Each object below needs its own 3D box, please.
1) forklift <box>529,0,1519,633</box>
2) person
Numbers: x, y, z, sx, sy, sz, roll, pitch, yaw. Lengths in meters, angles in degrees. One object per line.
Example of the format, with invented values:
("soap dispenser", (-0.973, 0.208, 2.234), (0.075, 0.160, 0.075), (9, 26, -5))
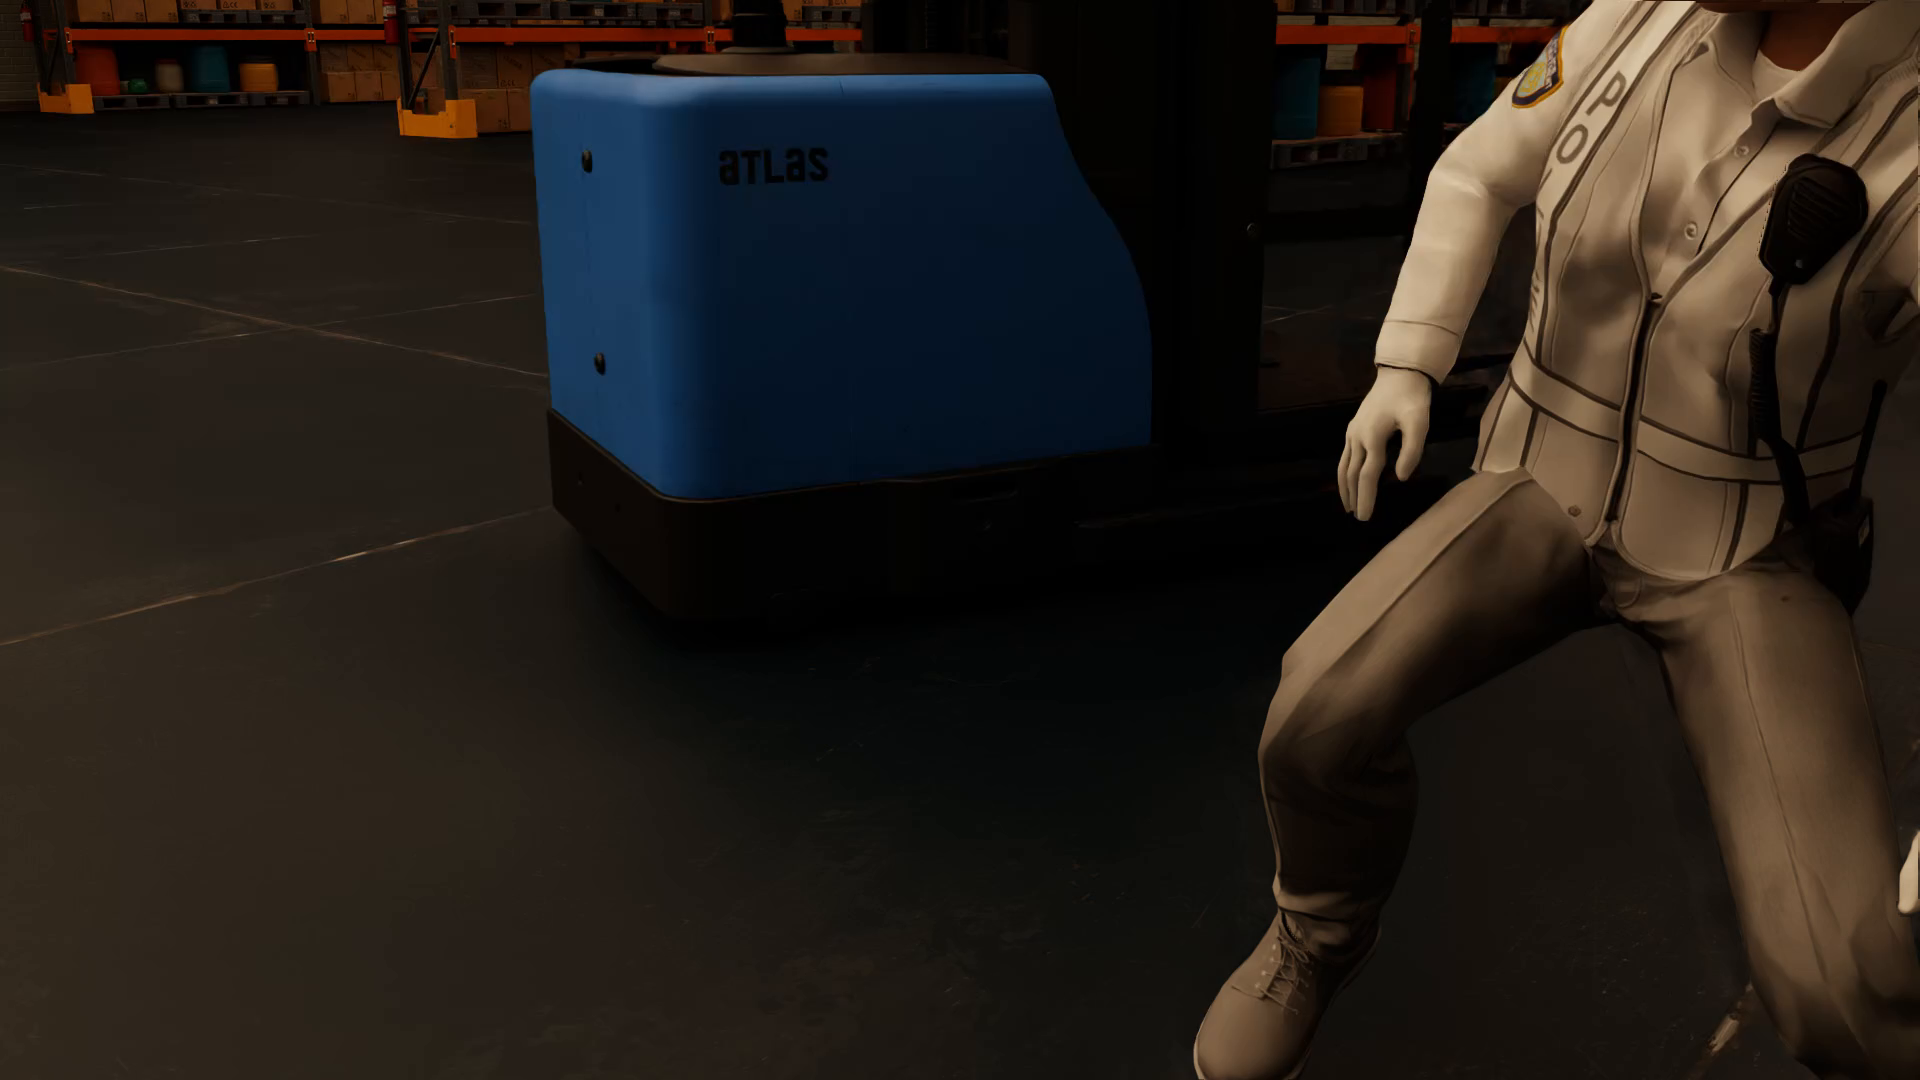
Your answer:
("forklift", (0.578, -1.500, 3.838), (3.031, 2.935, 1.130), (-8, 19, -26))
("person", (0.655, 0.017, 1.506), (0.785, 1.461, 0.624), (14, 22, 38))
